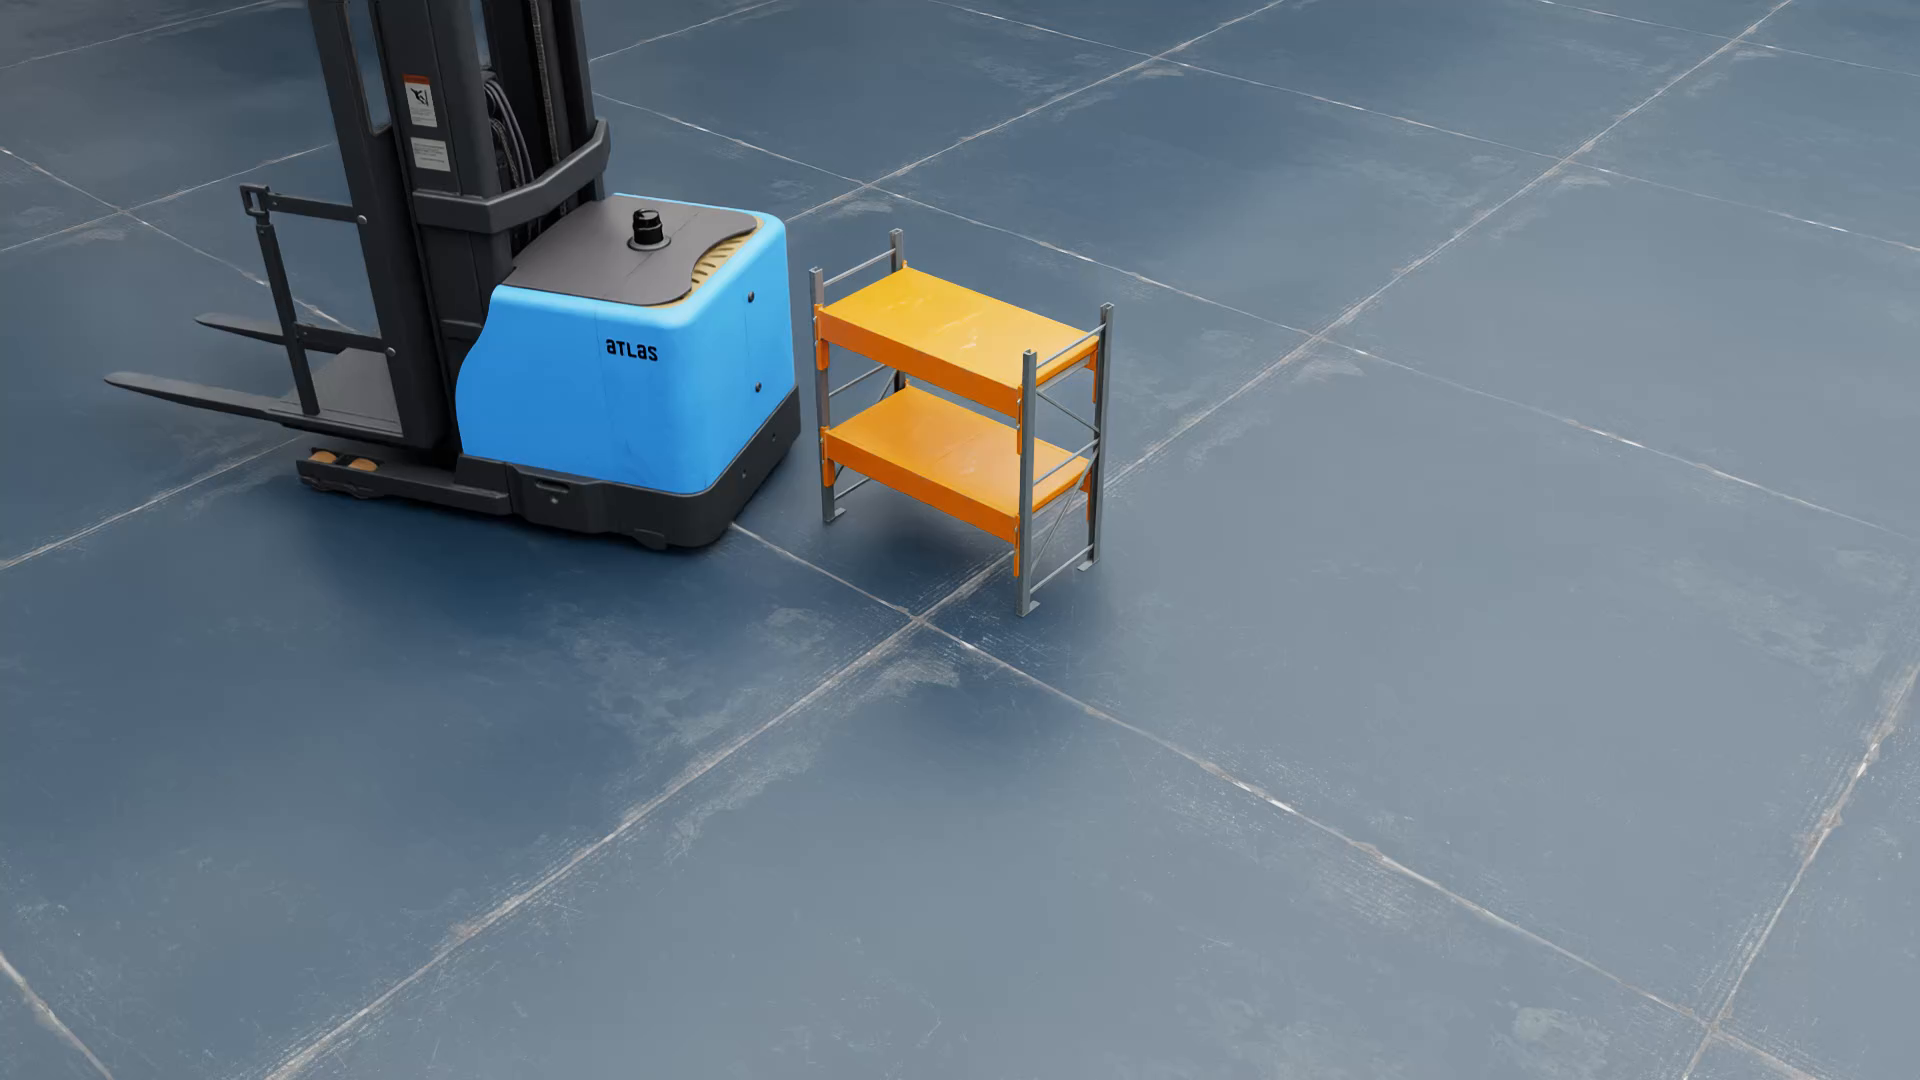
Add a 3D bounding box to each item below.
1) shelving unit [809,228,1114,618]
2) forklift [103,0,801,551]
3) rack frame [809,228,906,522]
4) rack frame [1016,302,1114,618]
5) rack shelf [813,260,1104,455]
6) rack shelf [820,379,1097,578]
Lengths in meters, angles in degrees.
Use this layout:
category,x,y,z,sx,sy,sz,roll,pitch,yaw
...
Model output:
category,x,y,z,sx,sy,sz,roll,pitch,yaw
shelving unit,-0.005,-0.466,6.435,1.048,1.125,0.538,25,42,32
forklift,-2.273,-1.654,6.569,3.031,2.935,1.130,10,36,15
rack frame,-0.396,-0.650,6.703,0.032,1.125,0.500,25,42,32
rack frame,0.385,-0.282,6.167,0.032,1.125,0.500,25,42,32
rack shelf,-0.005,-0.707,6.269,1.000,0.278,0.538,25,42,32
rack shelf,-0.005,-0.265,6.574,1.000,0.278,0.538,25,42,32
